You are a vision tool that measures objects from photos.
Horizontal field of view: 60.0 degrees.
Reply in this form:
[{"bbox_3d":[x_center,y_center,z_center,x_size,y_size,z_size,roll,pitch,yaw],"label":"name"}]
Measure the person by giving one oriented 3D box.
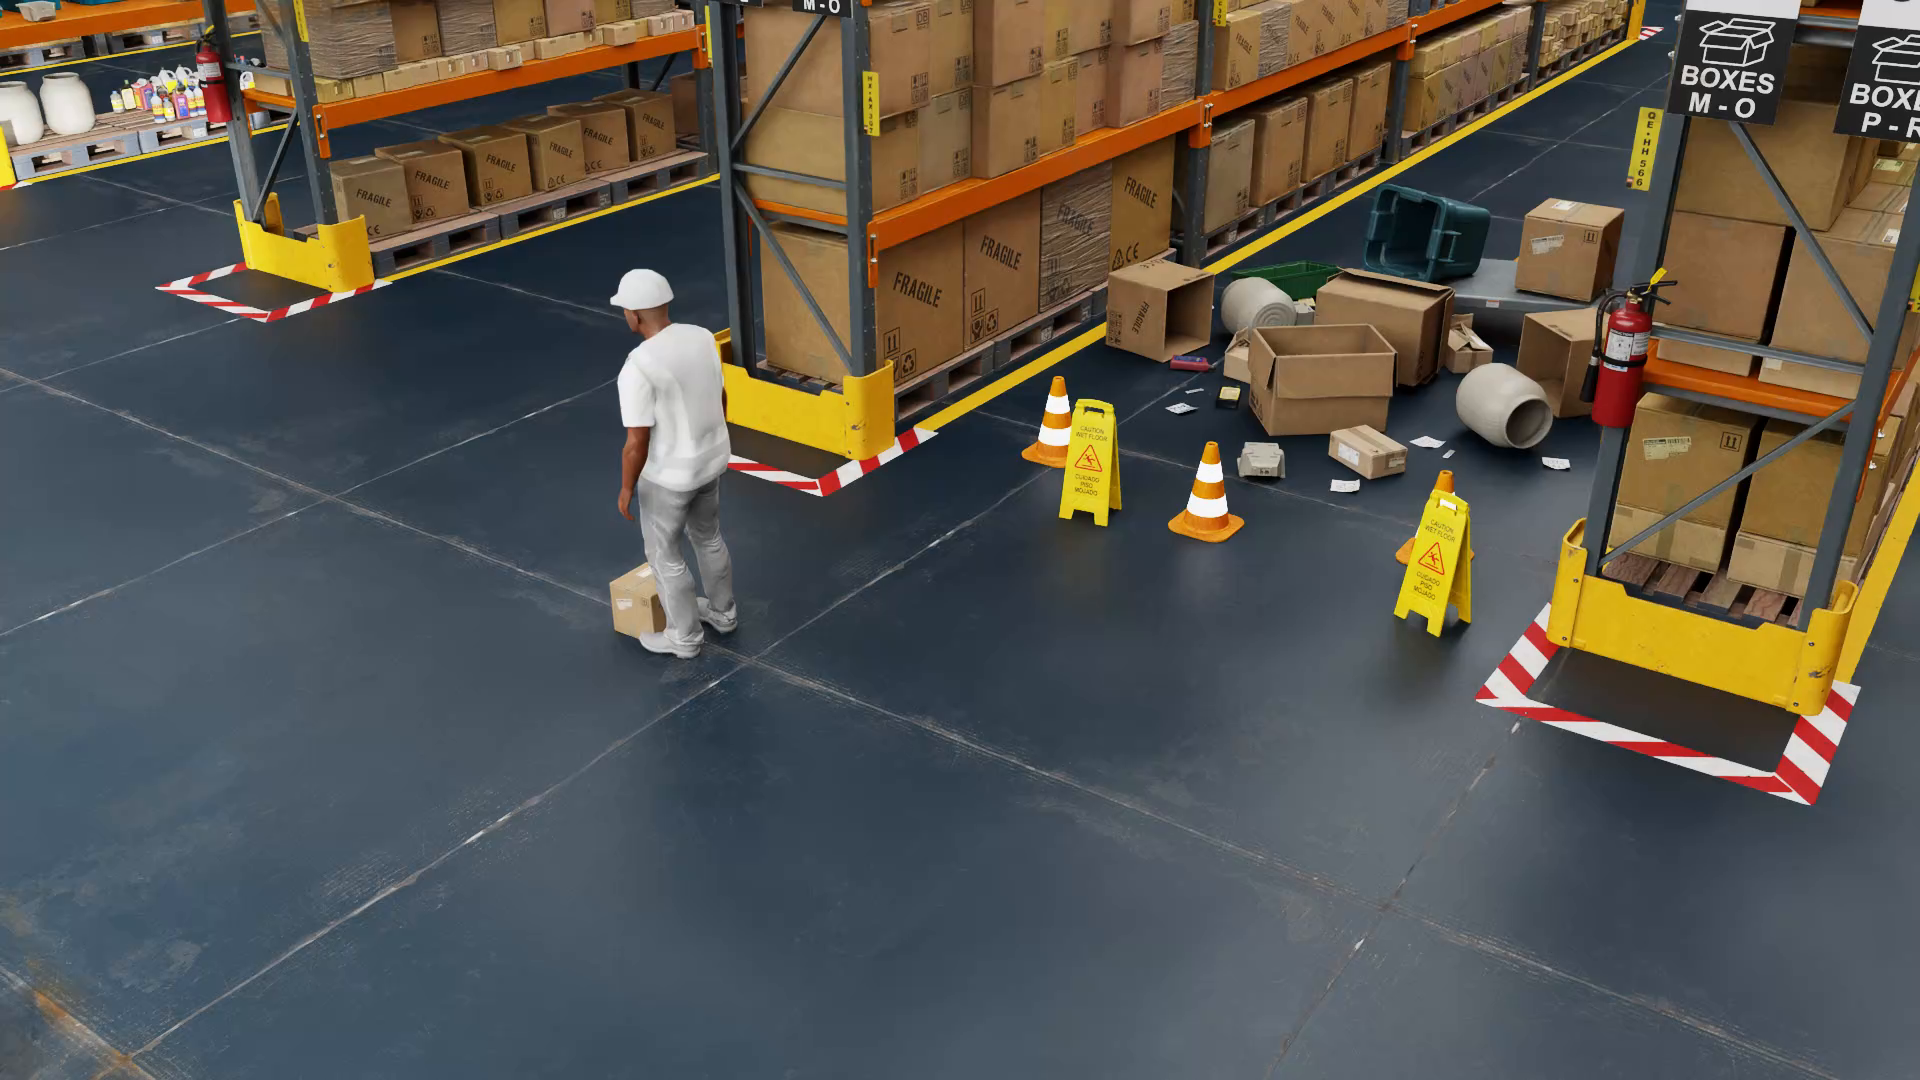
[{"bbox_3d":[-1.246,-0.326,7.241,0.457,1.761,0.638,16,31,29],"label":"person"}]
